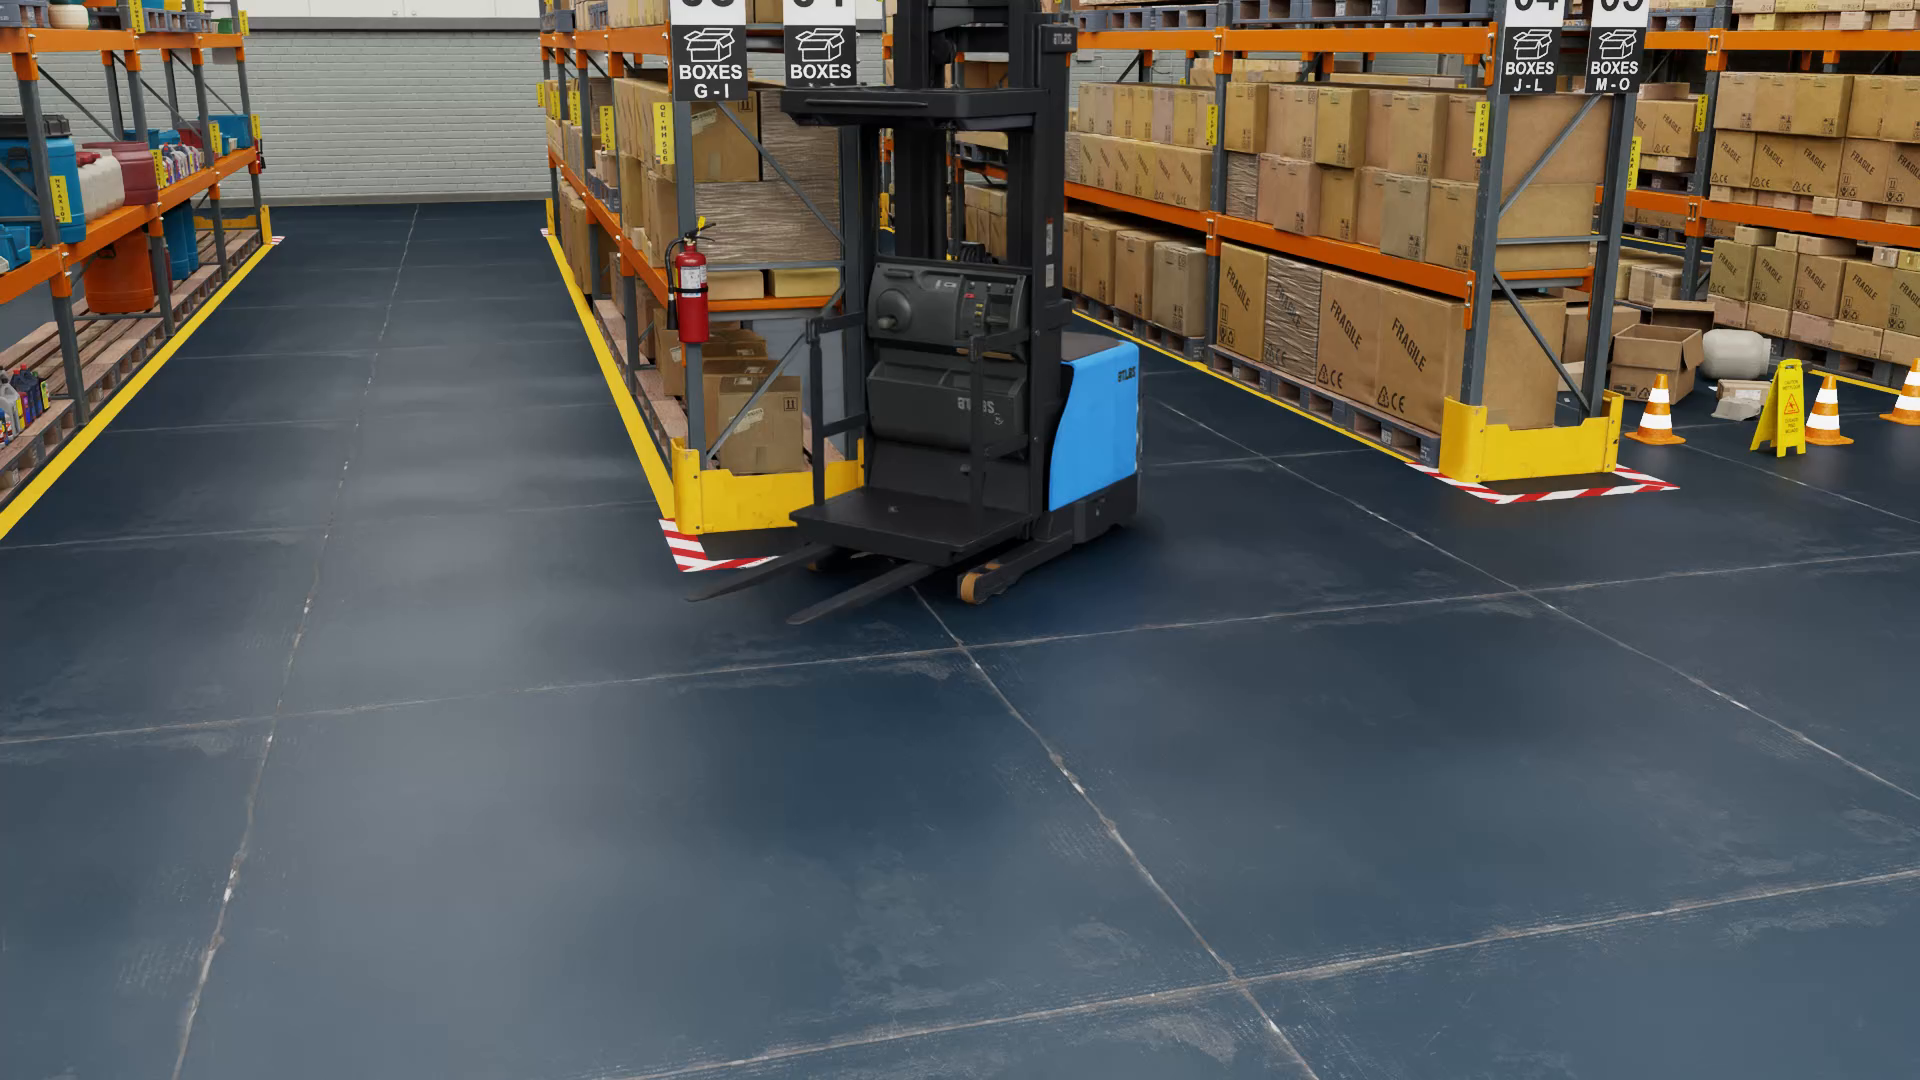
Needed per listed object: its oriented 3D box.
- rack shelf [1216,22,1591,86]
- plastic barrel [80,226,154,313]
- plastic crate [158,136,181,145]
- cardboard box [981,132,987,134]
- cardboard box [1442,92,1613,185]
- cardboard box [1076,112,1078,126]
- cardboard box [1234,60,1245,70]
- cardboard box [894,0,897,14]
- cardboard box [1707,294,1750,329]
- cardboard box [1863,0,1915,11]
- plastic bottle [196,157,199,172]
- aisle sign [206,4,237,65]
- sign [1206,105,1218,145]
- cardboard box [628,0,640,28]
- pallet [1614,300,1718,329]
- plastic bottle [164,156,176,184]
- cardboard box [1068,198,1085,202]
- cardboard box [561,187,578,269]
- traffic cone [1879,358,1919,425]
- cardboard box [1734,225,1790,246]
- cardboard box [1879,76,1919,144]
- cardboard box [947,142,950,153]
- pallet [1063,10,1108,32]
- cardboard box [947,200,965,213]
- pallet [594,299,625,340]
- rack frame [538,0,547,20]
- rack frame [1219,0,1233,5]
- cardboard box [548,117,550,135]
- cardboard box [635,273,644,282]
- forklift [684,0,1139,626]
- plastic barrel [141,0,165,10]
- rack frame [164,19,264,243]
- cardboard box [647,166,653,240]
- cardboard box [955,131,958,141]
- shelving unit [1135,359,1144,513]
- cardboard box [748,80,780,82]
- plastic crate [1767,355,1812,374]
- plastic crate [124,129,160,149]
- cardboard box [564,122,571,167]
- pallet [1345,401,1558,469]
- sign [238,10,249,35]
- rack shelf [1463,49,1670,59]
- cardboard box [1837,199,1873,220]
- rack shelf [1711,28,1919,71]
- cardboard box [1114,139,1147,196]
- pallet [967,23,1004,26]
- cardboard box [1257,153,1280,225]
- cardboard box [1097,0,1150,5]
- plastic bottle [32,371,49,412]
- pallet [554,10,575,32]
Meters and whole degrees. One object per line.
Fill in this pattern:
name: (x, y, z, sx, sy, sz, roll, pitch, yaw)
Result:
rack shelf: (3.183, -3.544, 12.072, 1.077, 0.370, 4.000, -5, 17, -15)
plastic barrel: (-8.175, -2.651, 16.107, 0.600, 0.830, 0.708, -5, 17, -15)
plastic crate: (-10.028, -4.975, 20.989, 0.416, 0.233, 0.300, -5, 17, -15)
cardboard box: (0.467, -4.933, 19.851, 0.380, 0.149, 0.250, -5, 17, -16)
cardboard box: (3.668, -2.593, 10.733, 0.875, 0.550, 0.550, -5, 17, -15)
cardboard box: (1.517, -4.694, 18.539, 0.380, 0.149, 0.250, -5, 17, -17)
cardboard box: (4.285, -7.029, 24.597, 0.380, 0.149, 0.250, -5, 17, -17)
cardboard box: (-0.649, -7.642, 23.857, 0.500, 0.250, 0.500, -5, 17, -16)
cardboard box: (7.268, -2.124, 15.358, 0.500, 0.250, 0.500, -6, 18, -18)
cardboard box: (7.640, -4.367, 13.306, 0.500, 0.250, 0.500, -5, 17, -15)
plastic bottle: (-8.647, -4.254, 18.744, 0.097, 0.201, 0.097, 0, 17, 0)
aisle sign: (-9.961, -6.857, 22.545, 0.394, 0.787, 0.004, -5, 17, -15)
sign: (2.115, -3.476, 13.935, 0.100, 0.325, 0.005, -5, 17, -15)
cardboard box: (-1.857, -3.431, 10.708, 0.500, 0.250, 0.500, -5, 17, -16)
pallet: (7.150, -2.304, 16.755, 1.003, 0.211, 1.213, -5, 17, -15)
plastic bottle: (-8.214, -3.825, 17.188, 0.152, 0.276, 0.135, -5, 17, -15)
cardboard box: (1.438, -3.825, 19.282, 0.500, 0.250, 0.500, -5, 17, -16)
cardboard box: (-3.920, -3.615, 19.235, 1.225, 0.875, 0.875, -5, 18, -17)
traffic cone: (7.106, -1.120, 12.376, 0.336, 0.463, 0.334, -5, 17, -15)
cardboard box: (7.245, -2.754, 15.026, 0.380, 0.149, 0.250, -4, 17, -14)
cardboard box: (7.743, -3.385, 13.077, 0.700, 0.500, 0.500, -5, 17, -16)
cardboard box: (-0.044, -5.221, 22.055, 0.380, 0.149, 0.250, -5, 17, -17)
pallet: (1.762, -5.284, 16.942, 1.213, 0.211, 1.003, -4, 17, -13)
cardboard box: (-0.021, -4.484, 22.357, 0.380, 0.149, 0.250, -4, 17, -15)
pallet: (-3.049, -2.195, 16.394, 1.003, 0.211, 1.213, -5, 17, -15)
rack frame: (-5.461, -8.833, 23.216, 1.000, 3.000, 0.127, -5, 17, -15)
rack frame: (2.634, -5.878, 13.379, 1.000, 3.000, 0.127, -5, 17, -15)
cardboard box: (-5.439, -5.733, 23.068, 0.500, 0.250, 0.500, -5, 17, -16)
cardboard box: (-2.578, -2.114, 14.856, 0.700, 0.500, 0.500, -6, 18, -20)
forklift: (-0.188, -1.230, 8.451, 1.130, 2.935, 3.031, 11, 20, 31)
plastic barrel: (-8.508, -5.880, 16.997, 0.600, 0.901, 0.708, -5, 17, -15)
rack frame: (-10.223, -5.568, 22.776, 1.000, 3.000, 0.127, -5, 17, -15)
cardboard box: (-1.537, -2.150, 10.703, 0.875, 0.500, 0.500, -5, 17, -15)
cardboard box: (0.101, -5.153, 21.100, 0.380, 0.149, 0.250, -6, 18, -18)
shelving unit: (0.954, -0.621, 9.956, 0.258, 0.900, 0.210, 0, 17, -1)
cardboard box: (-1.500, -2.931, 11.566, 0.500, 0.500, 0.500, -5, 17, -15)
plastic crate: (7.008, -1.527, 14.396, 0.402, 0.080, 0.583, -12, 20, -34)
plastic crate: (-9.580, -4.585, 19.426, 0.392, 0.384, 0.575, -5, 17, -15)
cardboard box: (-4.337, -4.616, 19.430, 0.500, 0.500, 0.500, -5, 17, -15)
pallet: (3.438, -0.778, 11.675, 1.003, 0.211, 1.213, -5, 17, -15)
sign: (-9.699, -7.003, 22.519, 0.100, 0.325, 0.005, -5, 17, -15)
rack shelf: (9.389, -7.676, 25.828, 1.077, 0.370, 4.000, -5, 17, -15)
cardboard box: (7.582, -2.769, 13.894, 0.380, 0.149, 0.250, -5, 17, -15)
rack shelf: (7.915, -3.963, 13.468, 1.077, 0.370, 4.000, -5, 17, -15)
cardboard box: (1.814, -3.596, 16.035, 0.500, 0.500, 0.500, -5, 17, -16)
pallet: (0.790, -6.099, 19.653, 1.213, 0.211, 1.003, -5, 17, -15)
cardboard box: (2.919, -2.825, 13.383, 0.875, 0.550, 0.550, -5, 17, -15)
cardboard box: (1.660, -5.369, 16.255, 0.500, 0.250, 0.500, -4, 17, -14)
plastic bottle: (-6.476, -1.052, 11.697, 0.061, 0.283, 0.133, -4, 17, -12)
pallet: (-3.490, -5.267, 16.887, 1.213, 0.211, 1.003, -4, 17, -13)
